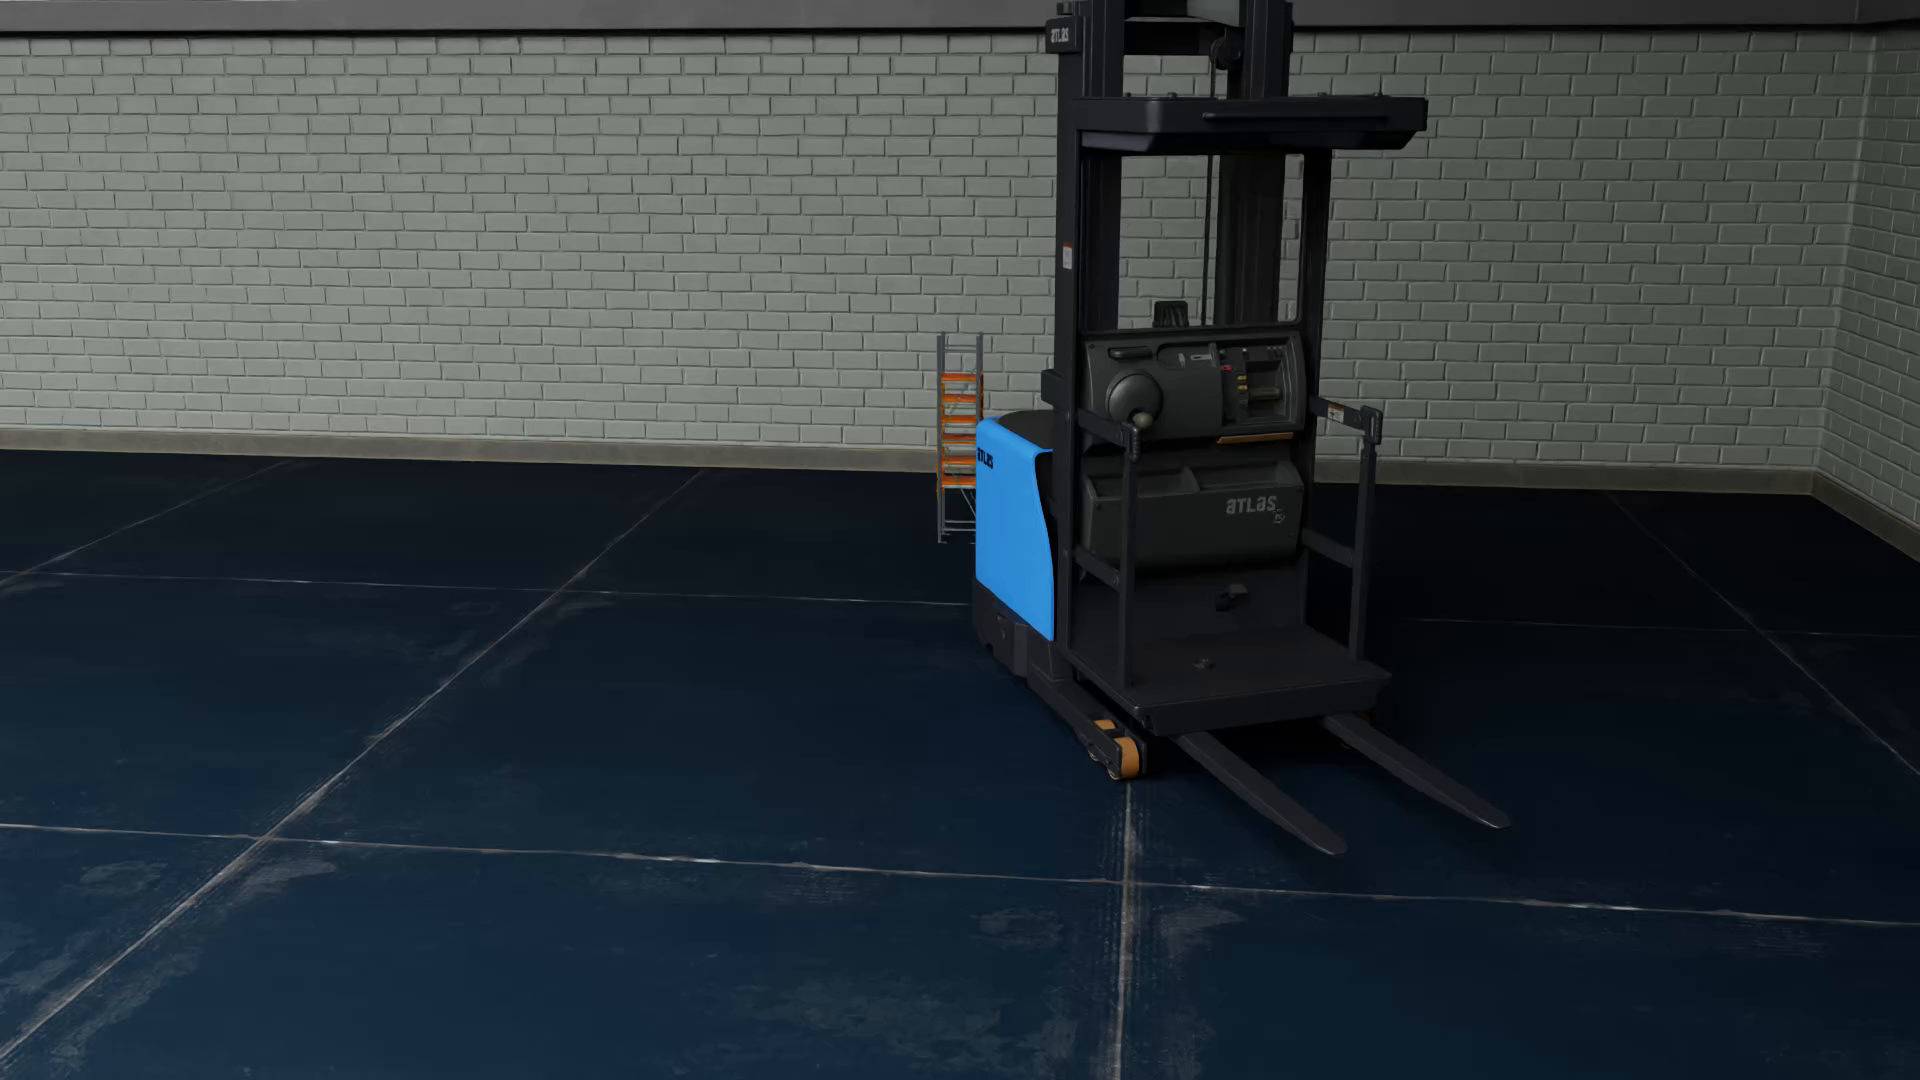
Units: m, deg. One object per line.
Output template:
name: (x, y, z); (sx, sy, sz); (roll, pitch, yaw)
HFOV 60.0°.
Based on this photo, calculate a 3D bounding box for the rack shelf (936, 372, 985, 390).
rack shelf: (0.002, -0.888, 9.437); (0.258, 0.103, 0.180); (2, 15, 6)

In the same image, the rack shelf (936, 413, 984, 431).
rack shelf: (0.002, -0.656, 9.500); (0.258, 0.103, 0.180); (2, 15, 6)

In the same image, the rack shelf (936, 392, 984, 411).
rack shelf: (0.002, -0.772, 9.468); (0.258, 0.103, 0.180); (2, 15, 6)

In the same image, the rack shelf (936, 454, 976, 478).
rack shelf: (0.002, -0.424, 9.562); (0.258, 0.103, 0.180); (2, 15, 6)

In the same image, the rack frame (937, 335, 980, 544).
rack frame: (-0.009, -0.559, 9.432); (0.240, 1.200, 0.006); (2, 15, 6)

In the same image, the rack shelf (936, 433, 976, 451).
rack shelf: (0.002, -0.540, 9.531); (0.258, 0.103, 0.180); (2, 15, 6)

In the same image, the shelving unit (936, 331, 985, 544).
shelving unit: (0.002, -0.583, 9.519); (0.258, 1.200, 0.189); (2, 15, 6)

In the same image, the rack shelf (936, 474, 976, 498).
rack shelf: (0.002, -0.308, 9.594); (0.258, 0.103, 0.180); (2, 15, 6)

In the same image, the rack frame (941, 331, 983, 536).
rack frame: (0.012, -0.607, 9.607); (0.240, 1.200, 0.006); (2, 15, 6)

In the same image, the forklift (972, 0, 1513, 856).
forklift: (1.002, -0.622, 6.348); (1.130, 2.935, 3.031); (-5, 16, -18)
